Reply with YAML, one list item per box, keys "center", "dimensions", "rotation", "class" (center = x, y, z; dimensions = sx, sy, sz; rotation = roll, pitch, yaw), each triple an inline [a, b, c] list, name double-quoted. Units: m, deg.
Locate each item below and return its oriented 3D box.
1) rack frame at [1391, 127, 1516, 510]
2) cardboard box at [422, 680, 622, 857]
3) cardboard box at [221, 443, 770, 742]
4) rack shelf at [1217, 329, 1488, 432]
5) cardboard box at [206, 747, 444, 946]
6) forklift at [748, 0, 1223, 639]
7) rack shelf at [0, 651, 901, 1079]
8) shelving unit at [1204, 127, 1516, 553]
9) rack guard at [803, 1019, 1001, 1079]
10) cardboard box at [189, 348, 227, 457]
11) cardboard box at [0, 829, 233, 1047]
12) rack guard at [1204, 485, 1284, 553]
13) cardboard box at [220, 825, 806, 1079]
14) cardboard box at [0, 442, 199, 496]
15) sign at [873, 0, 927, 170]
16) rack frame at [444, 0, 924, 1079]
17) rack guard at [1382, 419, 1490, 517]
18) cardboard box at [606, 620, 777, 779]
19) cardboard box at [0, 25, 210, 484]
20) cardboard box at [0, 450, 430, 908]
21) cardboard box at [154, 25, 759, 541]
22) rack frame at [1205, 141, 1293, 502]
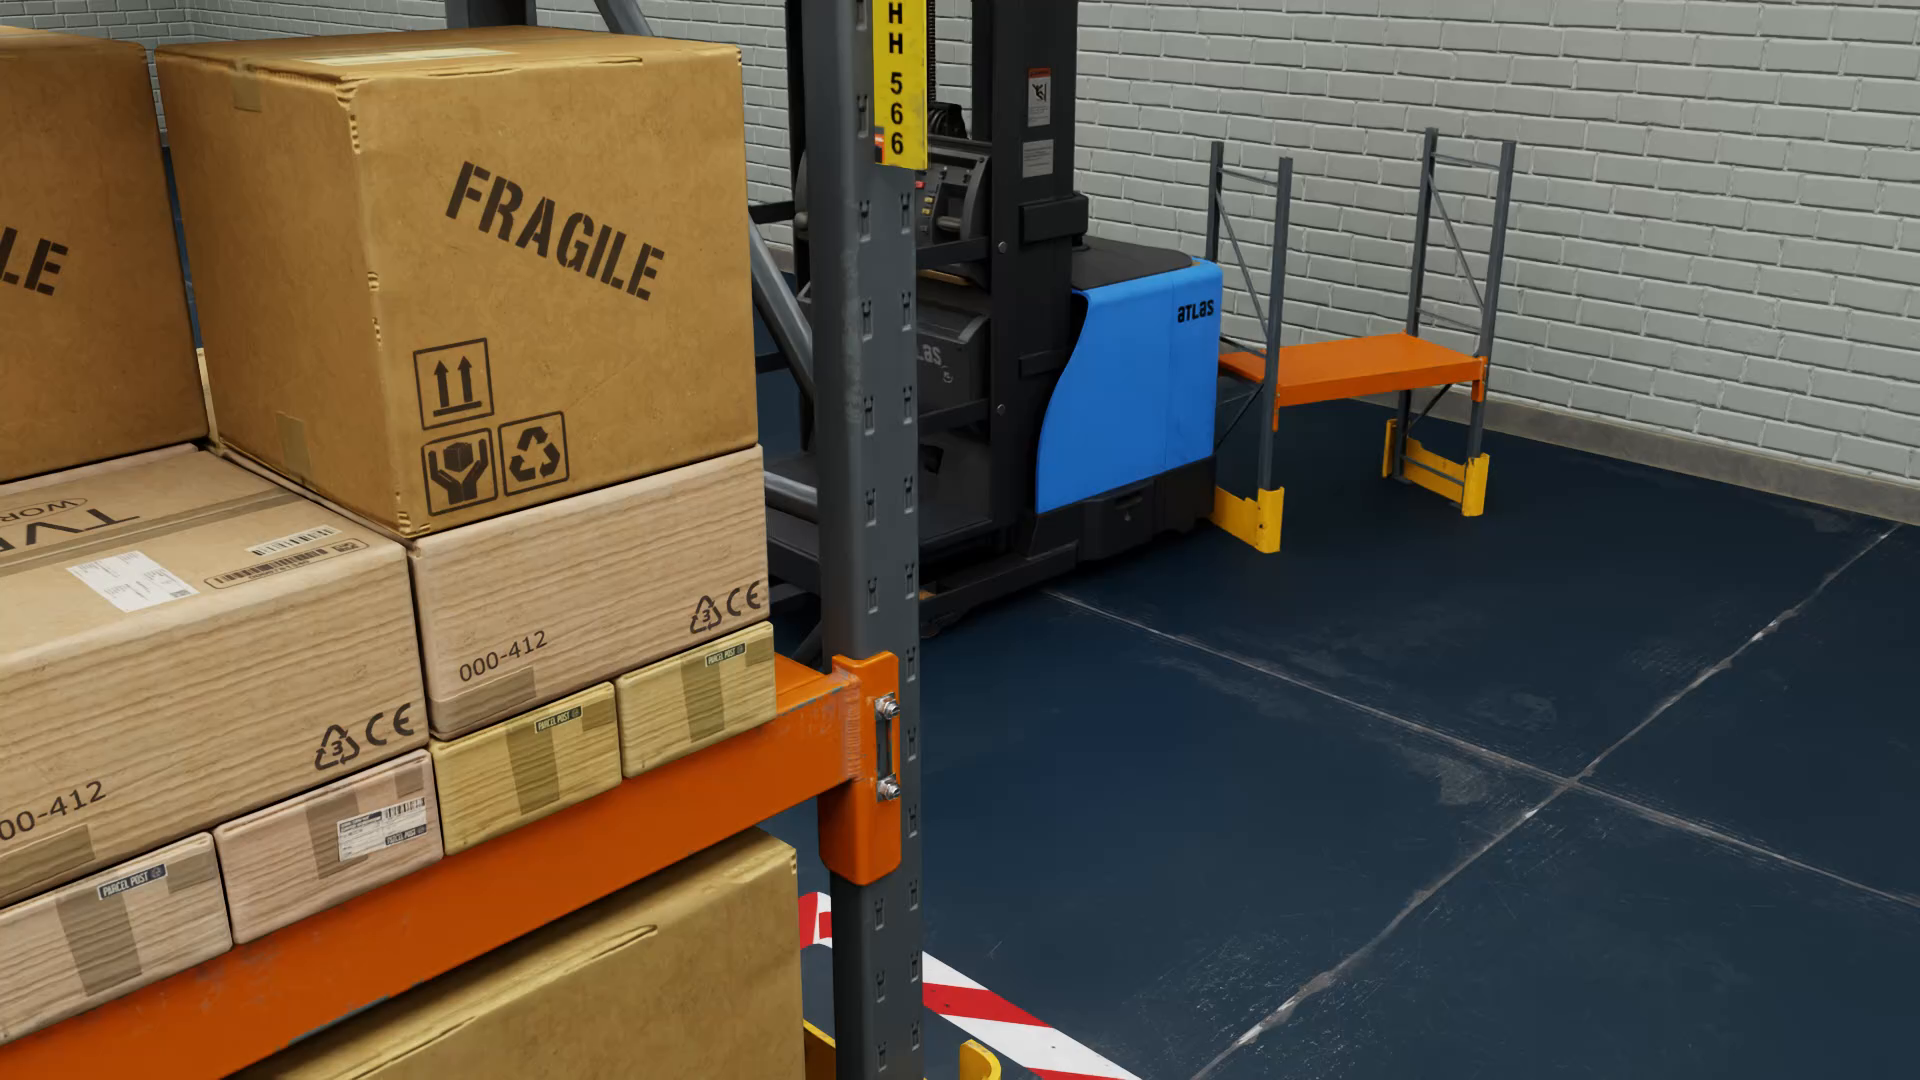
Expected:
- center: [2.007, -0.897, 6.817]
  dimensions: [0.032, 1.500, 0.500]
  rotation: [-9, 23, -22]
  class: "rack frame"
- center: [-0.651, 0.230, 2.145]
  dimensions: [0.380, 0.149, 0.250]
  rotation: [20, 28, 41]
  class: "cardboard box"
- center: [-0.607, -0.006, 2.204]
  dimensions: [0.500, 0.250, 0.500]
  rotation: [19, 28, 40]
  class: "cardboard box"
- center: [1.543, -0.655, 6.688]
  dimensions: [1.000, 0.185, 0.538]
  rotation: [-9, 23, -22]
  class: "rack shelf"
- center: [-0.828, 0.295, 1.976]
  dimensions: [0.380, 0.149, 0.250]
  rotation: [19, 28, 41]
  class: "cardboard box"
- center: [-0.401, -1.193, 5.593]
  dimensions: [3.031, 2.935, 1.130]
  rotation: [-18, 28, -39]
  class: "forklift"
- center: [-1.854, 0.722, 1.518]
  dimensions: [1.077, 0.370, 4.000]
  rotation: [19, 28, 41]
  class: "rack shelf"
- center: [1.551, -0.824, 6.627]
  dimensions: [1.083, 1.500, 0.587]
  rotation: [-9, 23, -22]
  class: "shelving unit"
- center: [-0.442, 1.033, 3.191]
  dimensions: [1.175, 0.500, 0.348]
  rotation: [19, 28, 41]
  class: "rack guard"
- center: [-0.987, -0.141, 2.555]
  dimensions: [0.500, 0.250, 0.500]
  rotation: [18, 28, 39]
  class: "cardboard box"
- center: [-1.003, 0.359, 1.810]
  dimensions: [0.250, 0.149, 0.380]
  rotation: [-20, 28, -41]
  class: "cardboard box"
- center: [1.096, -0.168, 6.663]
  dimensions: [0.087, 0.250, 0.587]
  rotation: [-9, 23, -22]
  class: "rack guard"
- center: [-0.848, 0.852, 2.553]
  dimensions: [0.875, 0.875, 0.875]
  rotation: [19, 28, 41]
  class: "cardboard box"
- center: [-1.345, -0.006, 2.203]
  dimensions: [0.500, 0.250, 0.500]
  rotation: [19, 28, 40]
  class: "cardboard box"
- center: [-0.080, -0.640, 2.114]
  dimensions: [0.100, 0.325, 0.005]
  rotation: [19, 28, 41]
  class: "sign"
- center: [-0.459, -0.128, 2.727]
  dimensions: [1.000, 3.000, 0.127]
  rotation: [19, 28, 41]
  class: "rack frame"
- center: [2.006, -0.313, 7.041]
  dimensions: [0.087, 0.250, 0.587]
  rotation: [-9, 23, -22]
  class: "rack guard"
- center: [-0.471, 0.163, 2.319]
  dimensions: [0.250, 0.149, 0.380]
  rotation: [-20, 28, -41]
  class: "cardboard box"
- center: [-1.336, -0.363, 2.086]
  dimensions: [0.500, 0.500, 0.500]
  rotation: [18, 28, 39]
  class: "cardboard box"
- center: [-0.961, 0.124, 1.865]
  dimensions: [0.500, 0.250, 0.500]
  rotation: [19, 28, 40]
  class: "cardboard box"
- center: [-0.610, -0.356, 2.069]
  dimensions: [0.500, 0.500, 0.500]
  rotation: [20, 29, 41]
  class: "cardboard box"
- center: [1.078, -0.748, 6.431]
  dimensions: [0.032, 1.500, 0.500]
  rotation: [-9, 23, -22]
  class: "rack frame"
